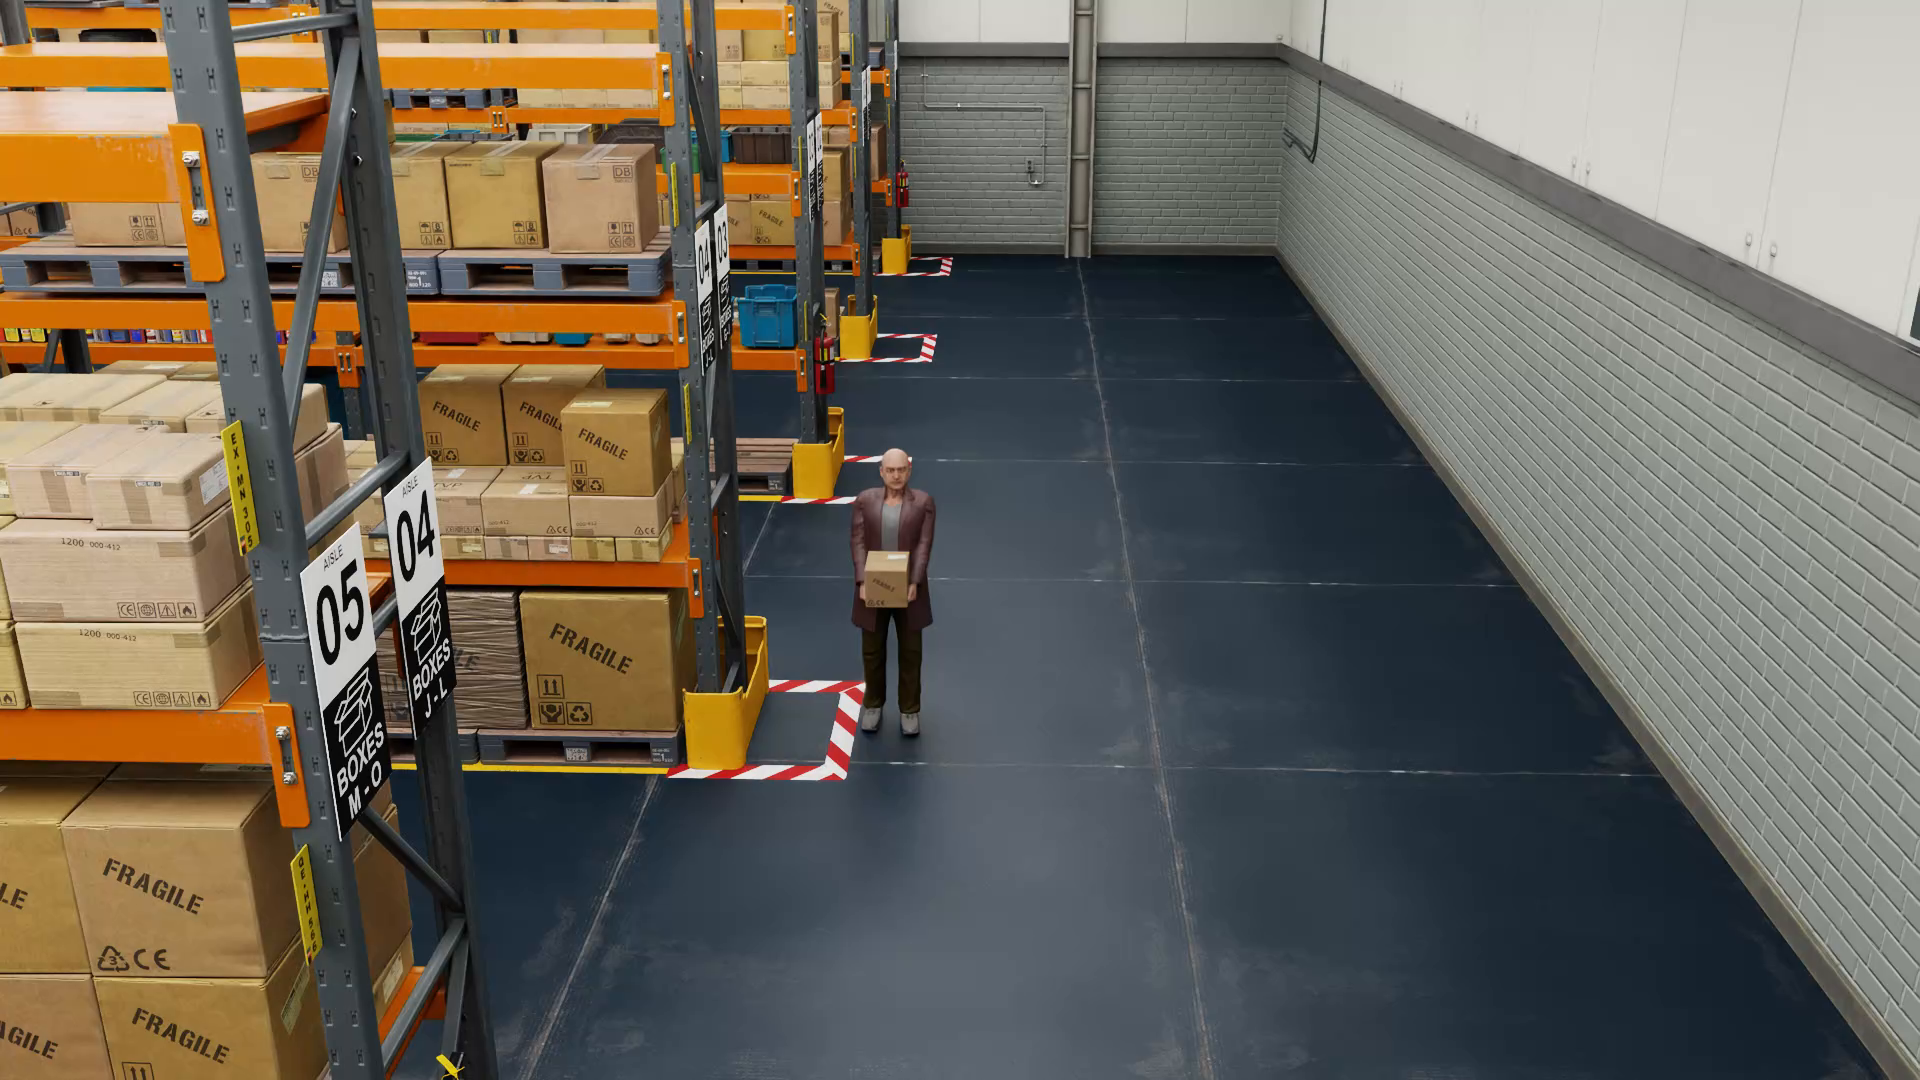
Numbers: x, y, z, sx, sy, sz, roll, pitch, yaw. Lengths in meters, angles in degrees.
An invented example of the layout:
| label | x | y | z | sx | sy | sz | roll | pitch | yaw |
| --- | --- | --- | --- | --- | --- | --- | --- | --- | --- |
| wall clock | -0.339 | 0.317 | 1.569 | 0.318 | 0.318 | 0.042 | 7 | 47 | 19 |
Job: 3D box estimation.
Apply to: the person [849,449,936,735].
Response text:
| label | x | y | z | sx | sy | sz | roll | pitch | yaw |
| --- | --- | --- | --- | --- | --- | --- | --- | --- | --- |
| person | -0.415 | 0.343 | 10.189 | 0.530 | 1.770 | 0.563 | 1 | 21 | 2 |
